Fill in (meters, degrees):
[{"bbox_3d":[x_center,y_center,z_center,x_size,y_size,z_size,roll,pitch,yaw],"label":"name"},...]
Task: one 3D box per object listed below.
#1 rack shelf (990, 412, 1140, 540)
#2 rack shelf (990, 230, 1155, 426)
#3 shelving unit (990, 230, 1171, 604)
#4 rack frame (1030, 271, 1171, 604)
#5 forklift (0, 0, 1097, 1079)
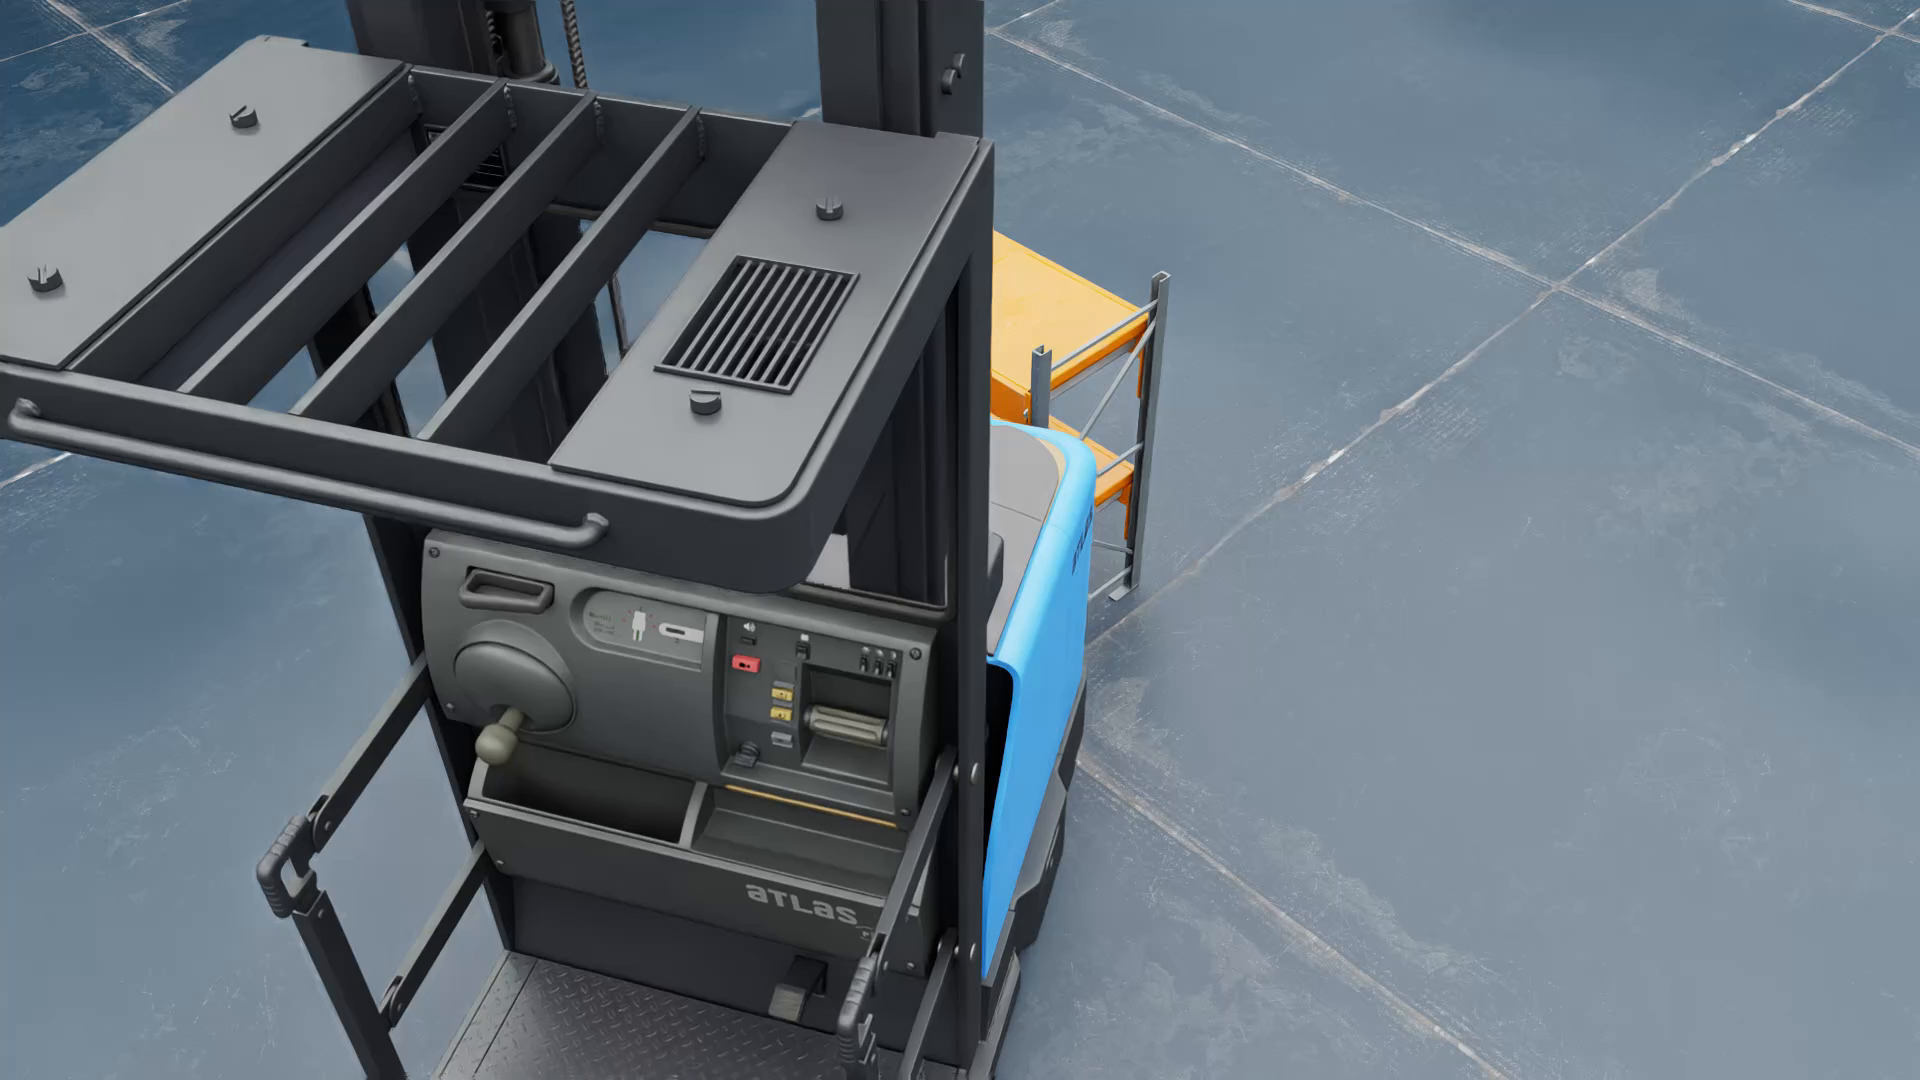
[{"bbox_3d":[0.005,-0.230,5.031,0.538,0.278,1.000,-34,53,-31],"label":"rack shelf"},{"bbox_3d":[0.005,-0.625,4.666,0.538,0.278,1.000,-34,53,-31],"label":"rack shelf"},{"bbox_3d":[0.005,-0.410,4.865,0.538,1.125,1.048,-34,53,-31],"label":"shelving unit"},{"bbox_3d":[0.364,-0.166,4.600,0.500,1.125,0.032,-34,53,-31],"label":"rack frame"},{"bbox_3d":[-0.560,0.336,2.726,1.130,2.935,3.031,11,44,12],"label":"forklift"}]
